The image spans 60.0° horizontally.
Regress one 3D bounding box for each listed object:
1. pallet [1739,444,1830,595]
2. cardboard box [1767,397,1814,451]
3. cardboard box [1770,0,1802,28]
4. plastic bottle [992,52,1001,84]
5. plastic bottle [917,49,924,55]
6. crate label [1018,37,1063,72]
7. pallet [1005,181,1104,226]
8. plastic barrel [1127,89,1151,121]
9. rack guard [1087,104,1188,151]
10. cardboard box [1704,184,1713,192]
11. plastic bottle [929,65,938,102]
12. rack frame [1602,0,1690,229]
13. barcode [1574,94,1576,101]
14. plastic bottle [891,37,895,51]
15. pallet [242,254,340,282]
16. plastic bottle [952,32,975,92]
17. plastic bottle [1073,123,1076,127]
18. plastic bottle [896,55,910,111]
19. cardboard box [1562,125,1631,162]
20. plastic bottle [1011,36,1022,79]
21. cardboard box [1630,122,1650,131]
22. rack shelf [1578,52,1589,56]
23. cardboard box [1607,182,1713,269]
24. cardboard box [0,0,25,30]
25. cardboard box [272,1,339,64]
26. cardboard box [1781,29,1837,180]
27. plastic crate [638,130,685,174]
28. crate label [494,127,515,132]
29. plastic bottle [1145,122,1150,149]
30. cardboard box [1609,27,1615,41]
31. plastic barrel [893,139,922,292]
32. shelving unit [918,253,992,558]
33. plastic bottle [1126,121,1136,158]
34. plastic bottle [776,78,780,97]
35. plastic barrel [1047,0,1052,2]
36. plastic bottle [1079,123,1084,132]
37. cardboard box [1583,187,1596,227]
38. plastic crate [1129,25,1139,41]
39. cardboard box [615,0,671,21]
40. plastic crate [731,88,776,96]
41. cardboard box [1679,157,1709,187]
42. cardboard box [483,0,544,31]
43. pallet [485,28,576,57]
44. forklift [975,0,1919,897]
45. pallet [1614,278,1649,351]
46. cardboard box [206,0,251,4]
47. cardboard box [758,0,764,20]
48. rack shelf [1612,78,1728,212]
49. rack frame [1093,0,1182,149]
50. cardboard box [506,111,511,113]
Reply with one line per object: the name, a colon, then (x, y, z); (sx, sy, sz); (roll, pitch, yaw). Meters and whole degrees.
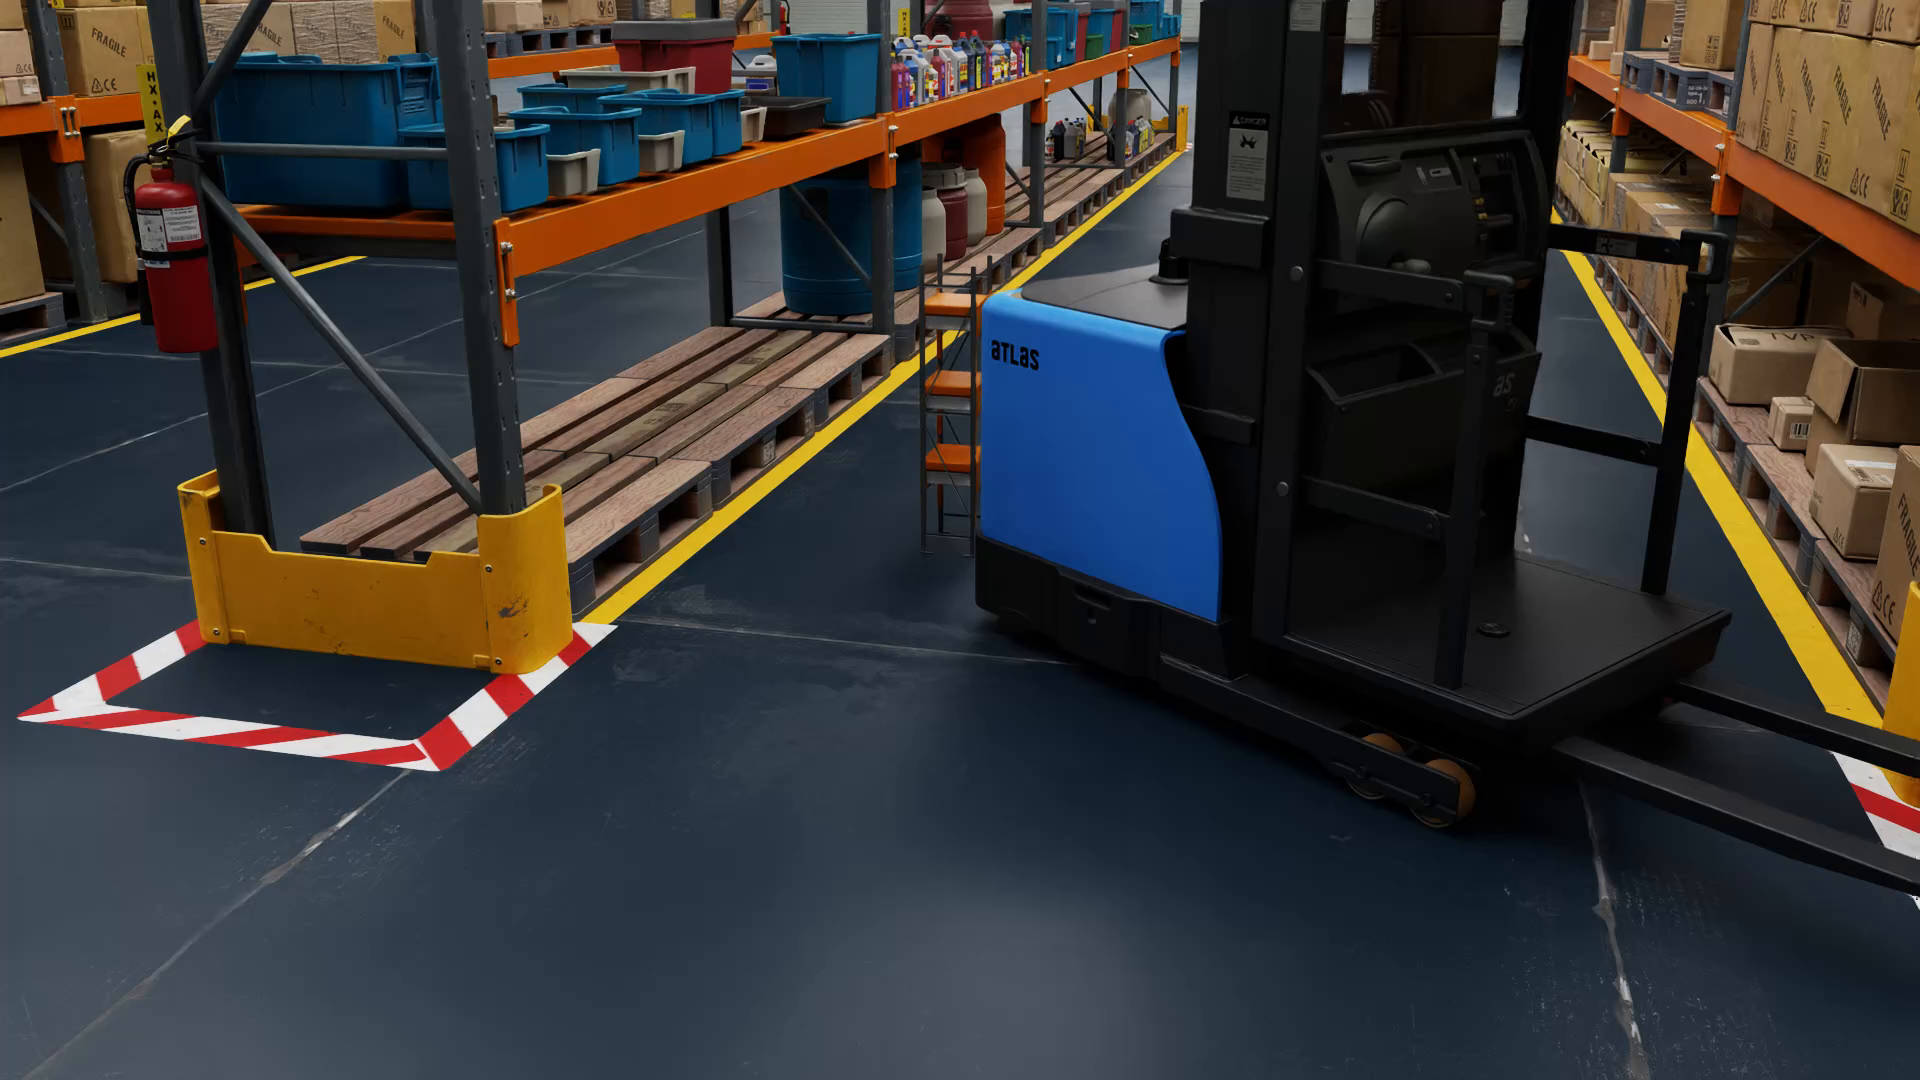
pallet: (3.491, -0.060, 6.037); (1.003, 0.211, 1.213); (5, 19, 13)
cardboard box: (3.442, -0.459, 6.595); (0.380, 0.166, 0.250); (5, 19, 13)
cardboard box: (3.442, -2.212, 6.321); (0.500, 0.500, 0.500); (4, 19, 12)
plastic bottle: (0.224, -3.110, 10.961); (0.097, 0.201, 0.097); (0, 19, 0)
plastic bottle: (-0.276, -3.271, 11.432); (0.097, 0.201, 0.097); (0, 19, 0)
crate label: (0.597, -3.648, 12.485); (0.303, 0.233, 0.416); (5, 19, 13)
pallet: (0.658, -2.926, 14.427); (1.003, 0.211, 1.213); (5, 19, 13)
plastic barrel: (1.998, -4.941, 19.212); (0.421, 0.512, 0.421); (0, 19, 0)
rack guard: (2.112, -4.922, 19.823); (1.175, 0.500, 0.348); (5, 19, 13)
cardboard box: (4.932, -1.946, 10.430); (0.500, 0.500, 0.500); (5, 20, 16)
plastic bottle: (-0.172, -2.602, 9.471); (0.097, 0.201, 0.097); (0, 19, 0)
rack frame: (4.933, -3.232, 11.010); (1.000, 3.000, 0.127); (5, 19, 13)
barcode: (5.444, -3.918, 14.720); (0.001, 0.075, 0.075); (5, 19, 13)
plastic bottle: (-0.479, -3.276, 11.318); (0.061, 0.283, 0.133); (5, 19, 13)
pallet: (-5.238, -2.074, 11.932); (1.003, 0.211, 1.213); (5, 19, 13)
plastic bottle: (0.009, -2.936, 10.219); (0.144, 0.351, 0.185); (5, 19, 13)
plastic bottle: (1.155, -4.234, 17.476); (0.152, 0.276, 0.135); (5, 19, 14)
plastic bottle: (-0.311, -2.439, 8.867); (0.061, 0.283, 0.133); (5, 19, 13)
cardboard box: (5.440, -3.382, 14.186); (0.500, 0.311, 0.500); (4, 19, 13)
plastic bottle: (0.389, -3.336, 11.496); (0.061, 0.283, 0.133); (5, 19, 13)
cardboard box: (6.089, -3.499, 14.528); (0.500, 0.311, 0.500); (5, 19, 13)
rack shelf: (6.399, -4.772, 16.632); (1.077, 0.370, 4.000); (5, 19, 13)
cardboard box: (4.422, -1.973, 10.509); (0.500, 0.500, 0.500); (4, 19, 11)
cardboard box: (-5.503, -3.021, 9.004); (0.500, 0.500, 0.500); (5, 20, 15)
cardboard box: (-4.804, -3.570, 11.844); (0.500, 0.500, 0.500); (4, 19, 12)
cardboard box: (3.320, -1.570, 5.989); (0.500, 0.500, 0.500); (5, 19, 13)
plastic crate: (-1.120, -1.379, 5.898); (0.250, 0.136, 0.298); (5, 19, 13)
crate label: (-1.671, -1.469, 6.164); (0.396, 0.136, 0.243); (5, 19, 13)
plastic bottle: (1.939, -4.321, 17.730); (0.152, 0.276, 0.135); (4, 19, 12)
cardboard box: (5.832, -4.257, 14.243); (0.500, 0.250, 0.500); (6, 20, 17)
plastic barrel: (-0.524, -1.968, 9.904); (0.600, 0.901, 0.708); (5, 19, 13)
shelving unit: (-0.013, -0.480, 5.969); (0.215, 1.050, 0.252); (5, 19, 13)
plastic bottle: (1.707, -4.053, 16.831); (0.144, 0.351, 0.185); (5, 20, 15)
plastic bottle: (-0.938, -2.422, 8.945); (0.097, 0.201, 0.097); (0, 19, 0)
plastic barrel: (0.661, -4.660, 14.980); (0.433, 0.535, 0.433); (0, 19, 0)
plastic bottle: (1.258, -4.229, 17.451); (0.061, 0.283, 0.133); (5, 19, 13)
cardboard box: (4.947, -2.476, 12.399); (0.500, 0.250, 0.500); (4, 19, 13)
plastic crate: (1.359, -5.003, 16.290); (0.767, 0.338, 0.504); (5, 19, 13)
cardboard box: (-3.525, -5.594, 17.309); (0.875, 0.500, 0.500); (5, 19, 13)
plastic crate: (-1.099, -2.140, 8.127); (0.396, 0.136, 0.243); (5, 19, 13)
cardboard box: (5.346, -2.536, 11.708); (0.500, 0.311, 0.500); (5, 20, 15)
cardboard box: (-4.040, -4.651, 14.745); (0.500, 0.250, 0.500); (4, 19, 12)
pallet: (-4.228, -4.549, 15.161); (1.003, 0.211, 1.213); (5, 19, 13)
forklift: (1.386, -0.861, 4.173); (1.130, 2.935, 3.031); (-15, 24, -38)
pallet: (4.414, -1.300, 9.668); (1.003, 0.211, 1.213); (5, 19, 13)
cardboard box: (-5.186, -3.895, 11.244); (0.797, 0.503, 0.637); (5, 20, 15)
cardboard box: (-2.879, -6.541, 20.082); (0.875, 0.500, 0.500); (5, 19, 13)
rack shelf: (4.444, -2.265, 9.291); (1.077, 0.370, 4.000); (5, 19, 13)
rack frame: (2.085, -6.132, 19.500); (1.000, 3.000, 0.127); (5, 19, 13)
cardboard box: (-4.001, -3.956, 16.315); (0.700, 0.500, 0.500); (5, 19, 13)
